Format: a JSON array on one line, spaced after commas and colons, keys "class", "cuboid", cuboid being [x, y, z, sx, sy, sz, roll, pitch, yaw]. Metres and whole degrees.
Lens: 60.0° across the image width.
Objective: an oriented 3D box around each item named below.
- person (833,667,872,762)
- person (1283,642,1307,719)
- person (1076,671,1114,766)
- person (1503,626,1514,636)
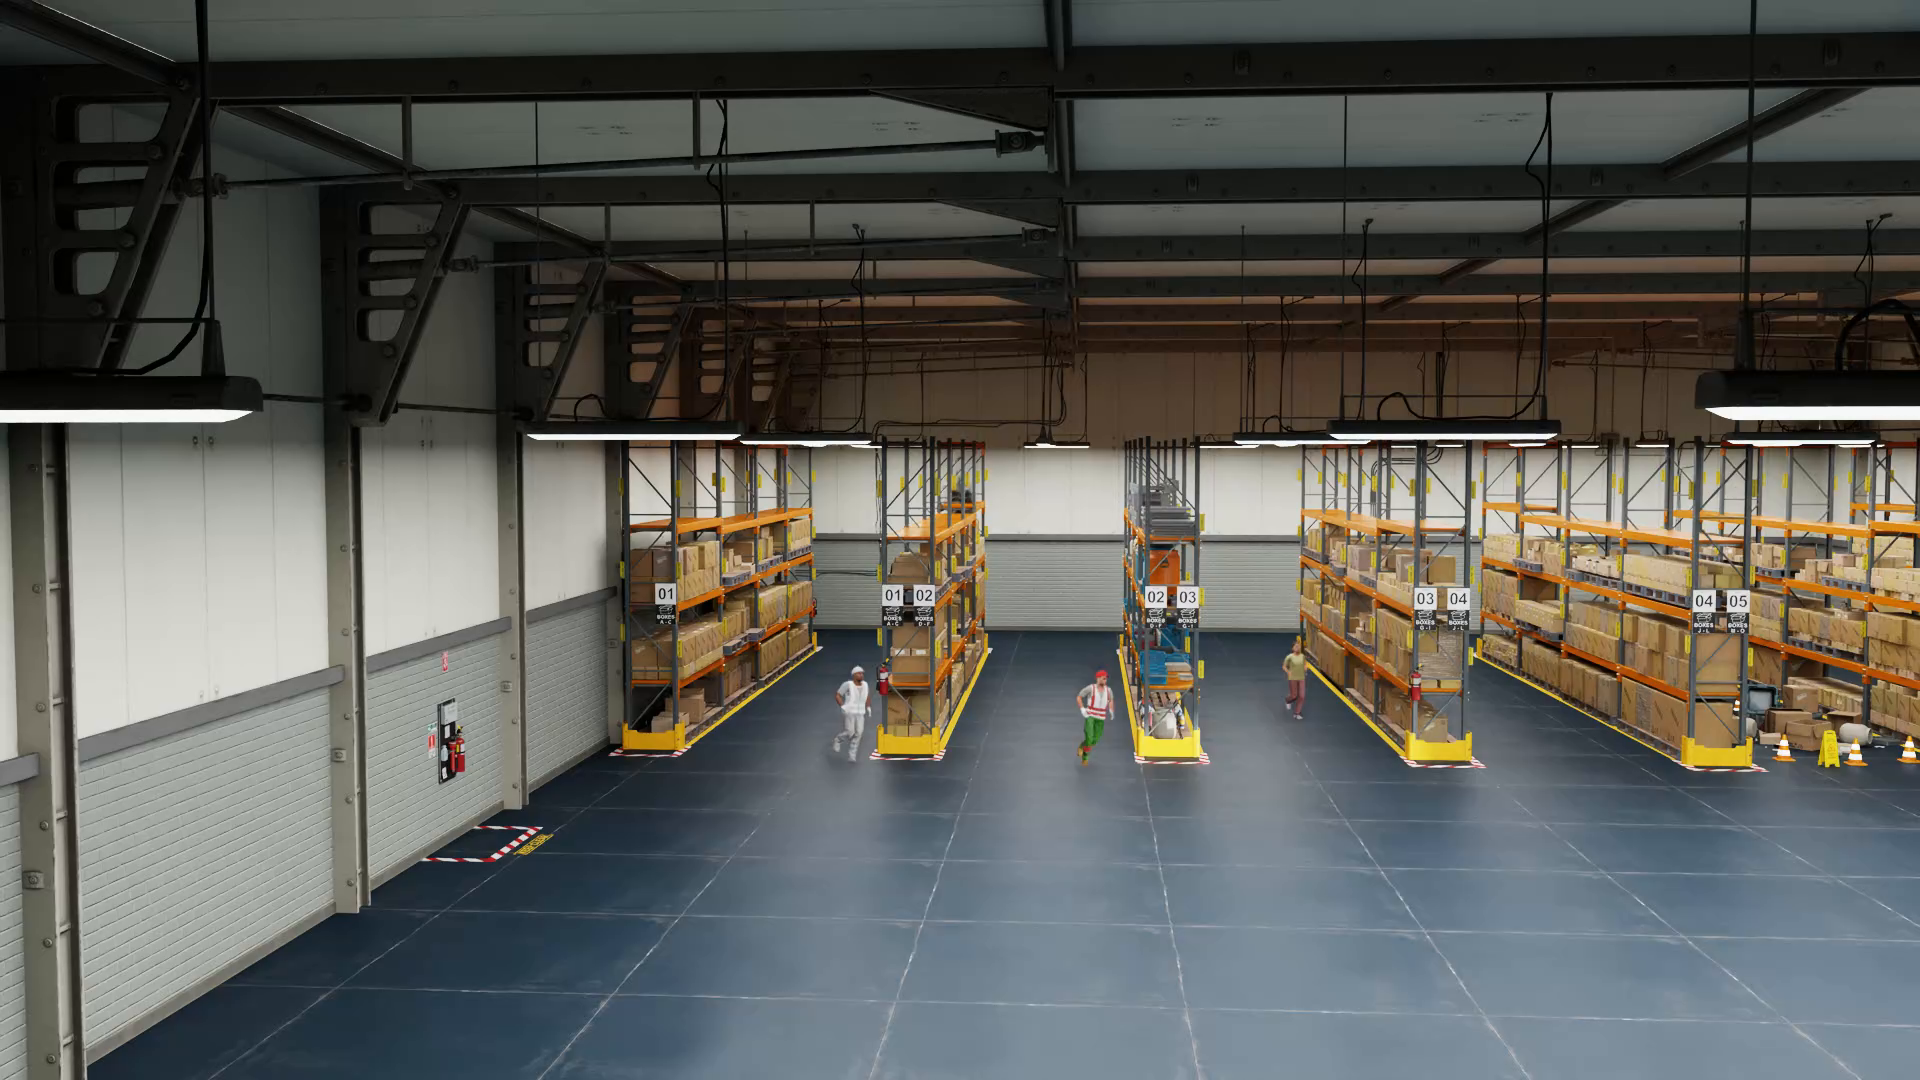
[{"class": "person", "cuboid": [-1.939, 3.211, 30.877, 0.736, 1.718, 0.742, -2, 4, -33]}, {"class": "person", "cuboid": [7.222, 2.999, 35.742, 0.579, 1.641, 0.731, -1, 3, -11]}, {"class": "person", "cuboid": [2.485, 3.249, 30.592, 0.720, 1.722, 0.692, -1, 3, -19]}, {"class": "person", "cuboid": [15.717, 2.361, 47.214, 0.743, 1.664, 0.616, 0, 3, 4]}]
